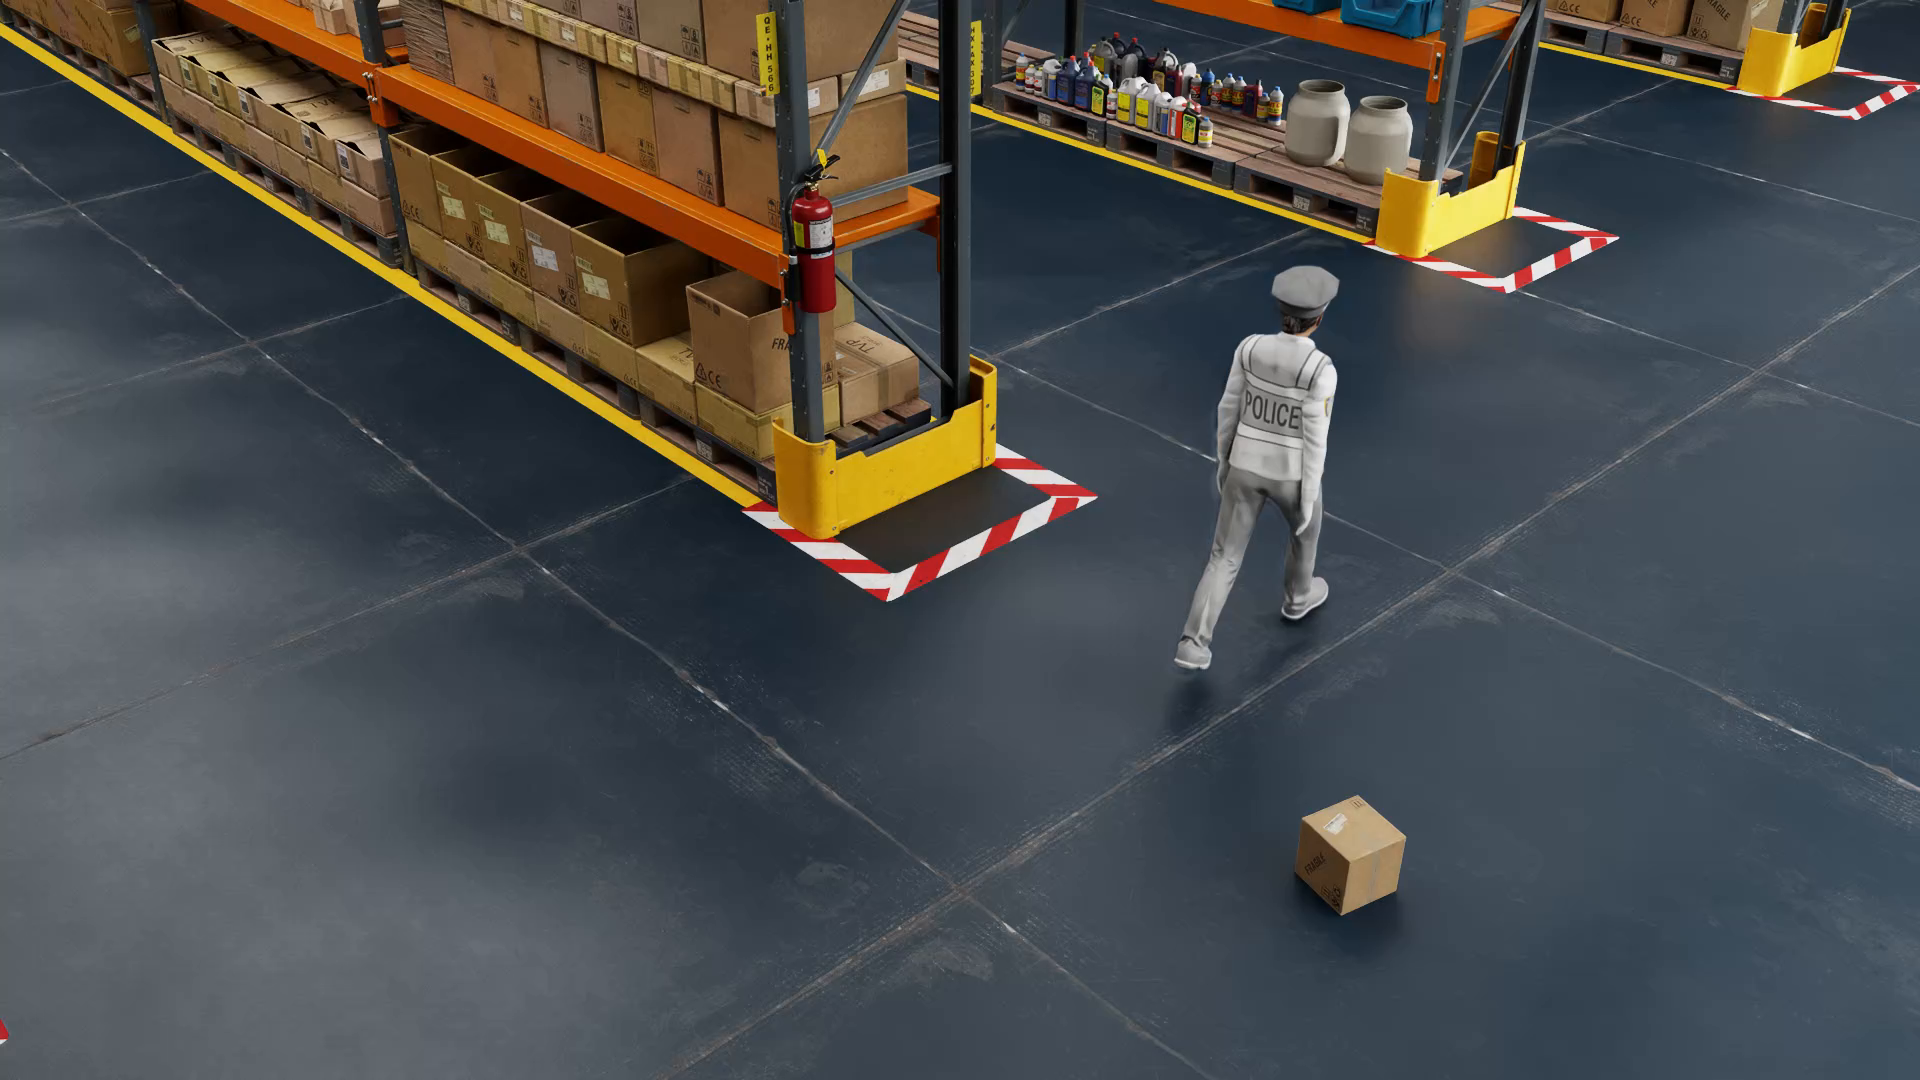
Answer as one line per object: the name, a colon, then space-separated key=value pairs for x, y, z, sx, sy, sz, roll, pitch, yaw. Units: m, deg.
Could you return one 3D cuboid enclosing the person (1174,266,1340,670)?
person: x=1.198 y=-0.258 z=6.566 sx=0.487 sy=1.611 sz=1.050 roll=19 pitch=36 yaw=27
